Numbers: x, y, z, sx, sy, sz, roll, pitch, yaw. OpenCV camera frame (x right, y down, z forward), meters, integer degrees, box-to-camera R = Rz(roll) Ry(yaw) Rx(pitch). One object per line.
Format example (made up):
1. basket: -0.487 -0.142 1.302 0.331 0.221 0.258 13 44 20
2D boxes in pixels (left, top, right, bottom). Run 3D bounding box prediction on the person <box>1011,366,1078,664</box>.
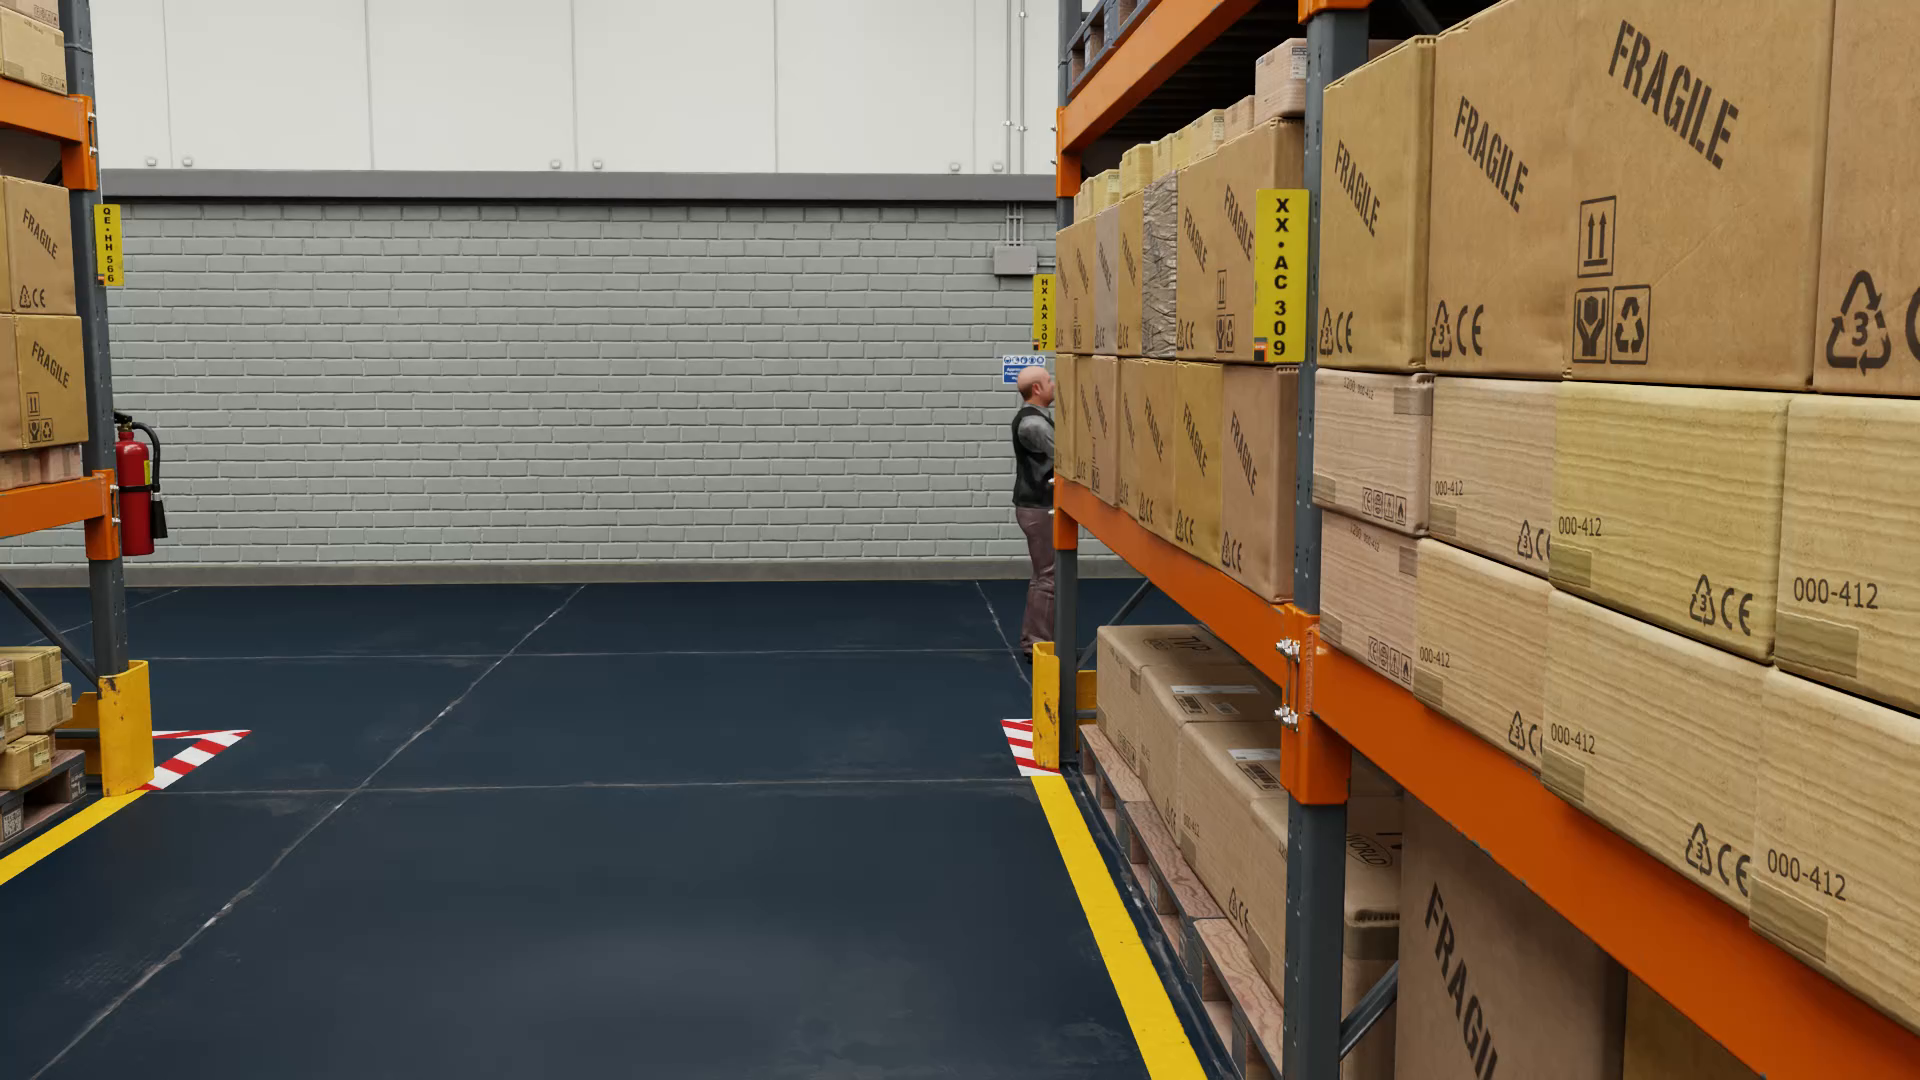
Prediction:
1. person: 0.574 -0.155 9.685 0.551 1.711 0.494 0 7 -3
